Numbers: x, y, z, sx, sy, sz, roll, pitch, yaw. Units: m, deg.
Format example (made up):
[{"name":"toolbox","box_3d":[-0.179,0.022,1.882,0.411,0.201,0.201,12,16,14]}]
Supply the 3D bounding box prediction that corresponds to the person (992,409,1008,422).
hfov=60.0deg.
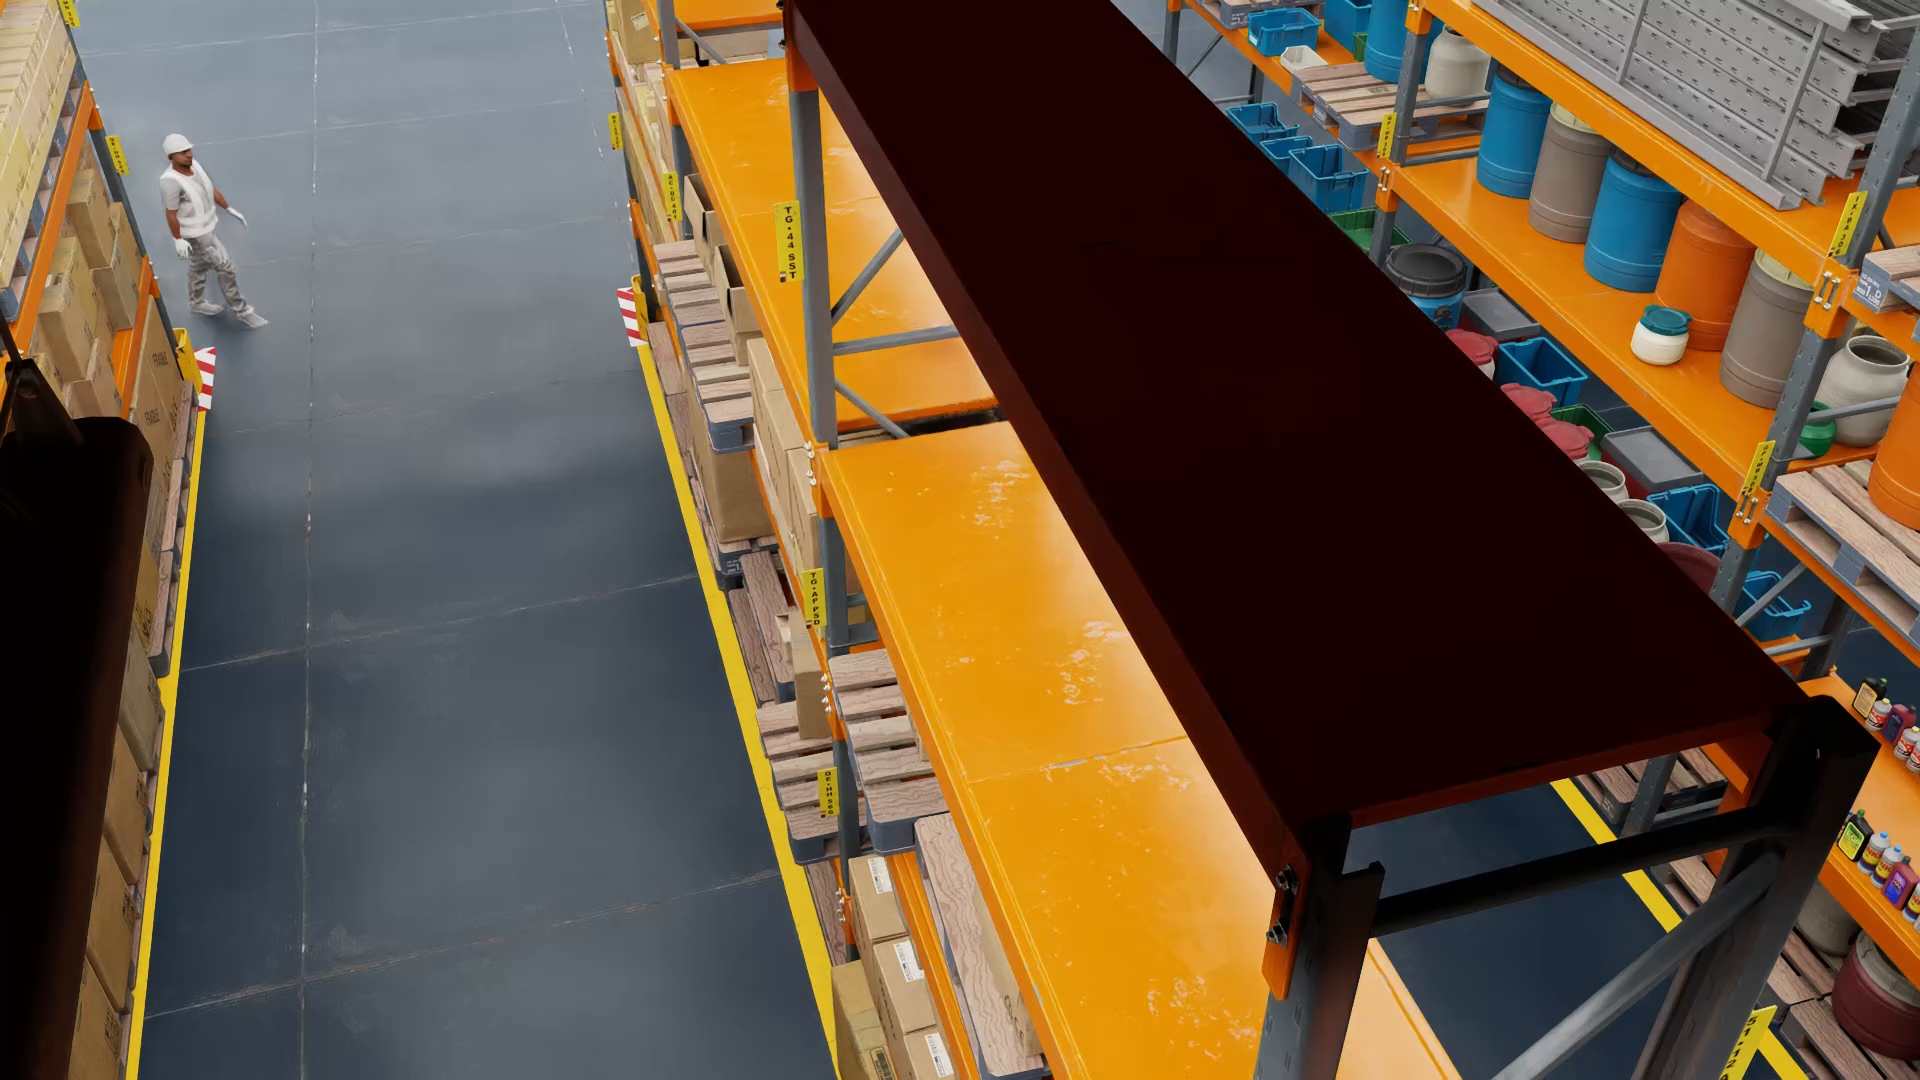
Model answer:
[{"name":"person","box_3d":[0.169,-0.654,12.218,0.604,1.789,0.725,4,39,5]}]

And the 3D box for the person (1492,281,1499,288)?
[{"name":"person","box_3d":[4.804,-2.443,14.503,0.400,1.824,0.620,11,40,13]}]

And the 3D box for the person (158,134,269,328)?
[{"name":"person","box_3d":[-6.777,-2.780,14.927,0.733,1.818,0.581,-5,39,-7]}]
